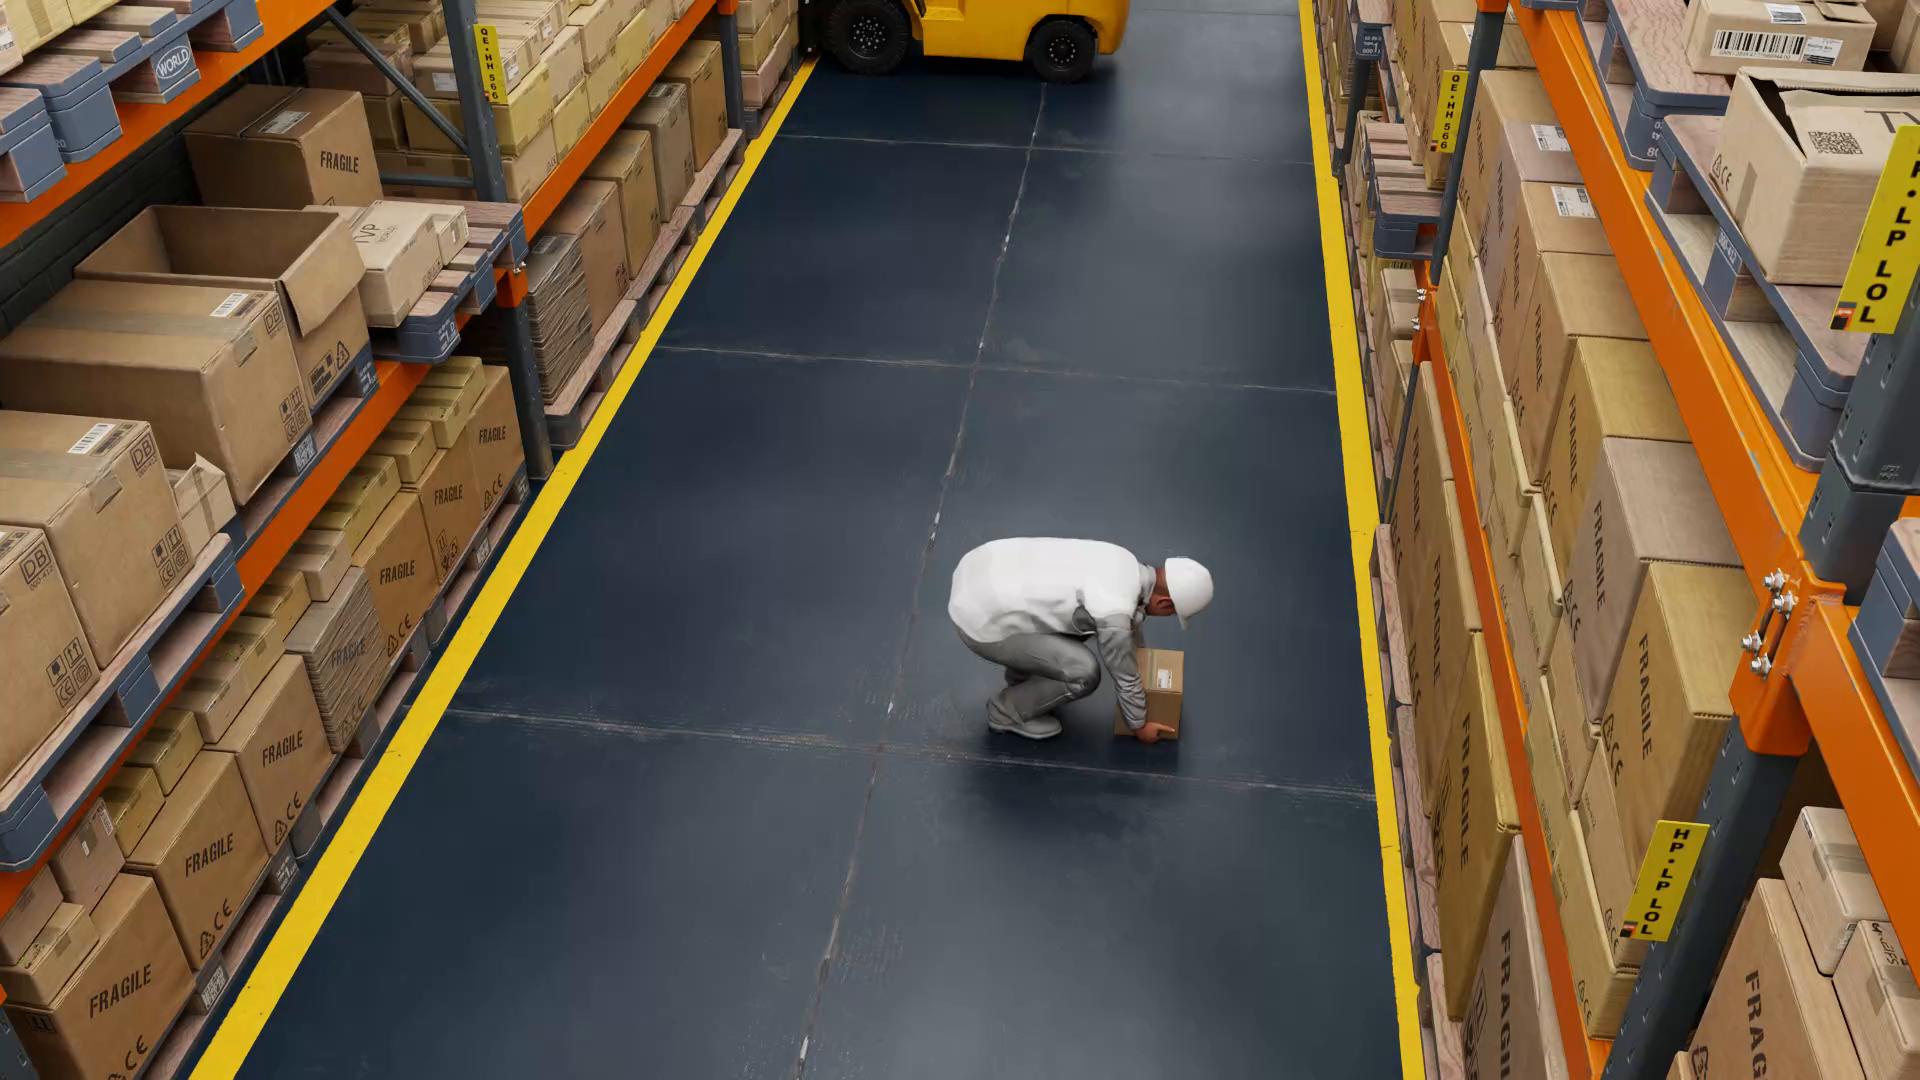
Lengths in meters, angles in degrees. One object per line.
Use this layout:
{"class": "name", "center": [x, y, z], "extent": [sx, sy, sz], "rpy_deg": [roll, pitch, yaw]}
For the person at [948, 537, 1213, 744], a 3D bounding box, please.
{"class": "person", "center": [0.461, 0.368, 6.464], "extent": [0.999, 0.815, 0.497], "rpy_deg": [3, 36, 5]}
